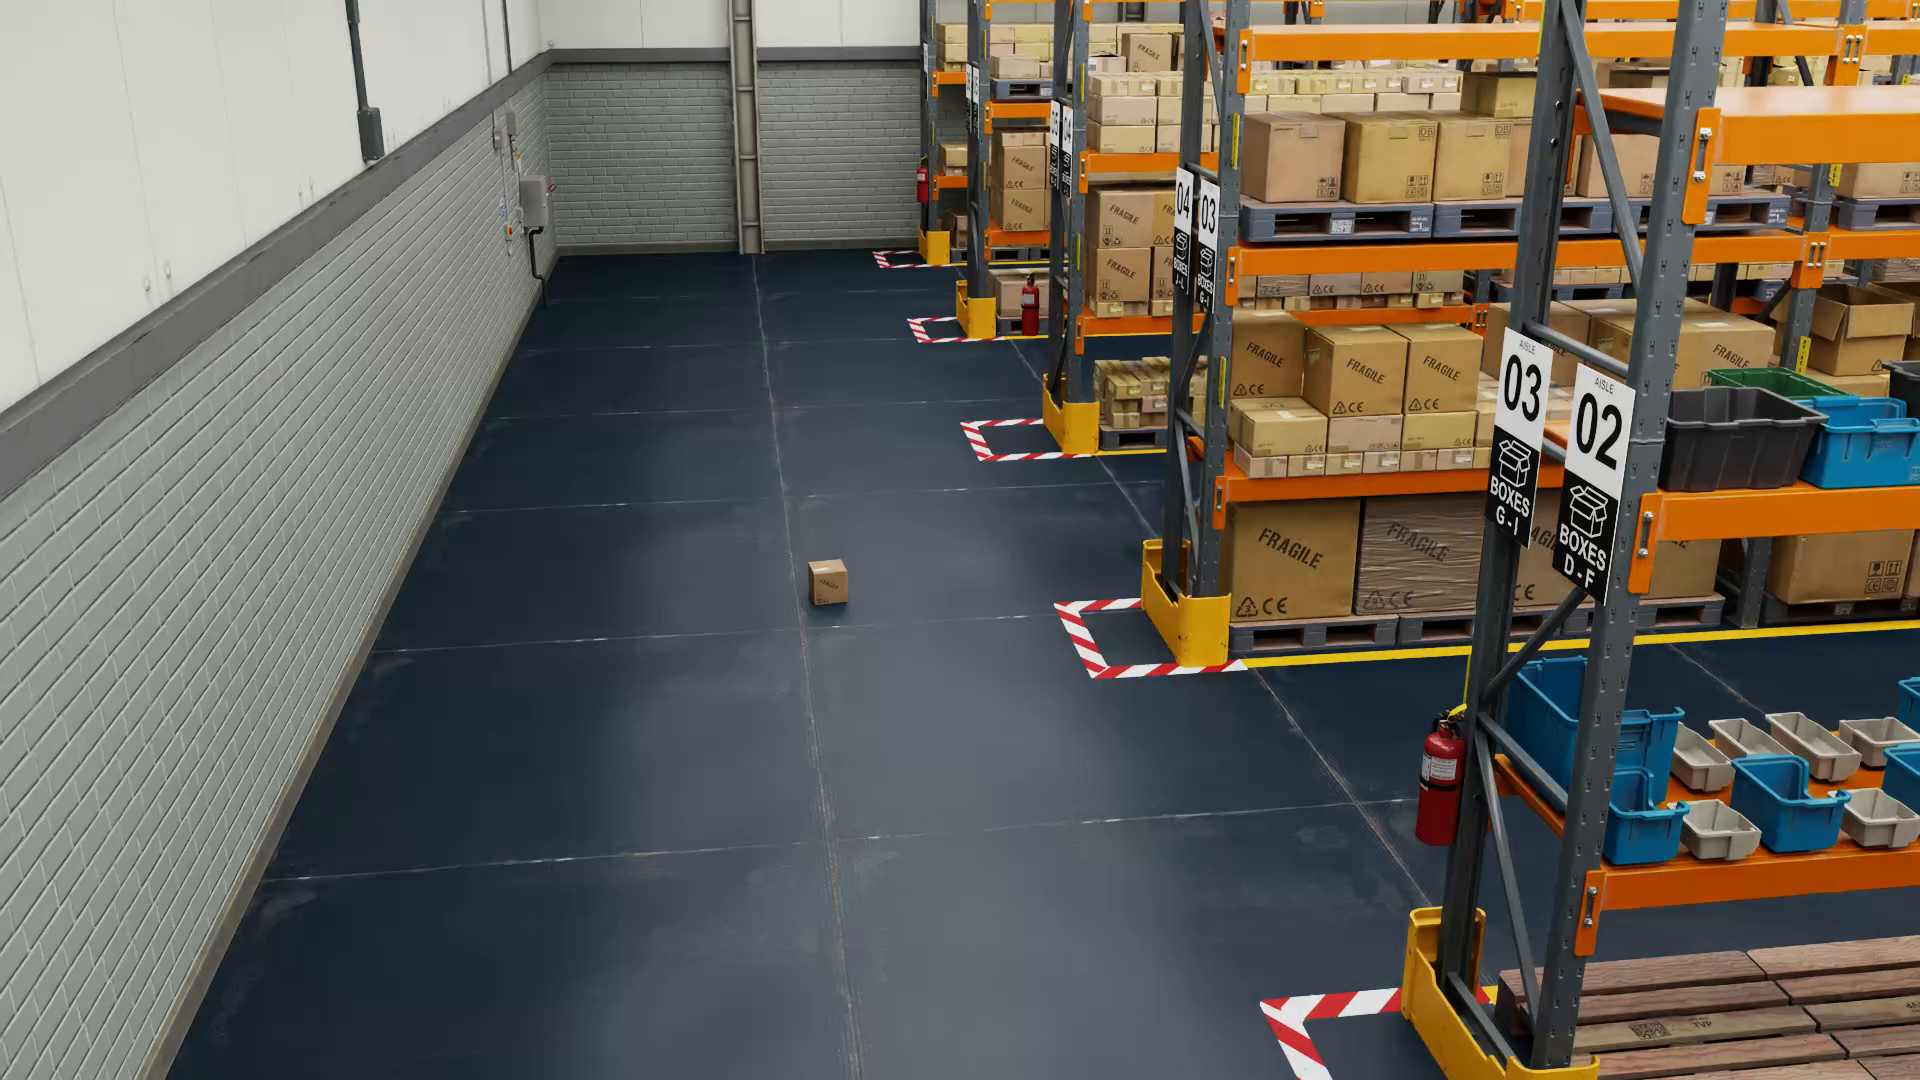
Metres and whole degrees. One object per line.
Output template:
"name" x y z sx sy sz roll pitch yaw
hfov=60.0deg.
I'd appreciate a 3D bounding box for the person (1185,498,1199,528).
"person" 2.133 -0.781 13.137 0.583 1.757 0.581 -5 20 -13
